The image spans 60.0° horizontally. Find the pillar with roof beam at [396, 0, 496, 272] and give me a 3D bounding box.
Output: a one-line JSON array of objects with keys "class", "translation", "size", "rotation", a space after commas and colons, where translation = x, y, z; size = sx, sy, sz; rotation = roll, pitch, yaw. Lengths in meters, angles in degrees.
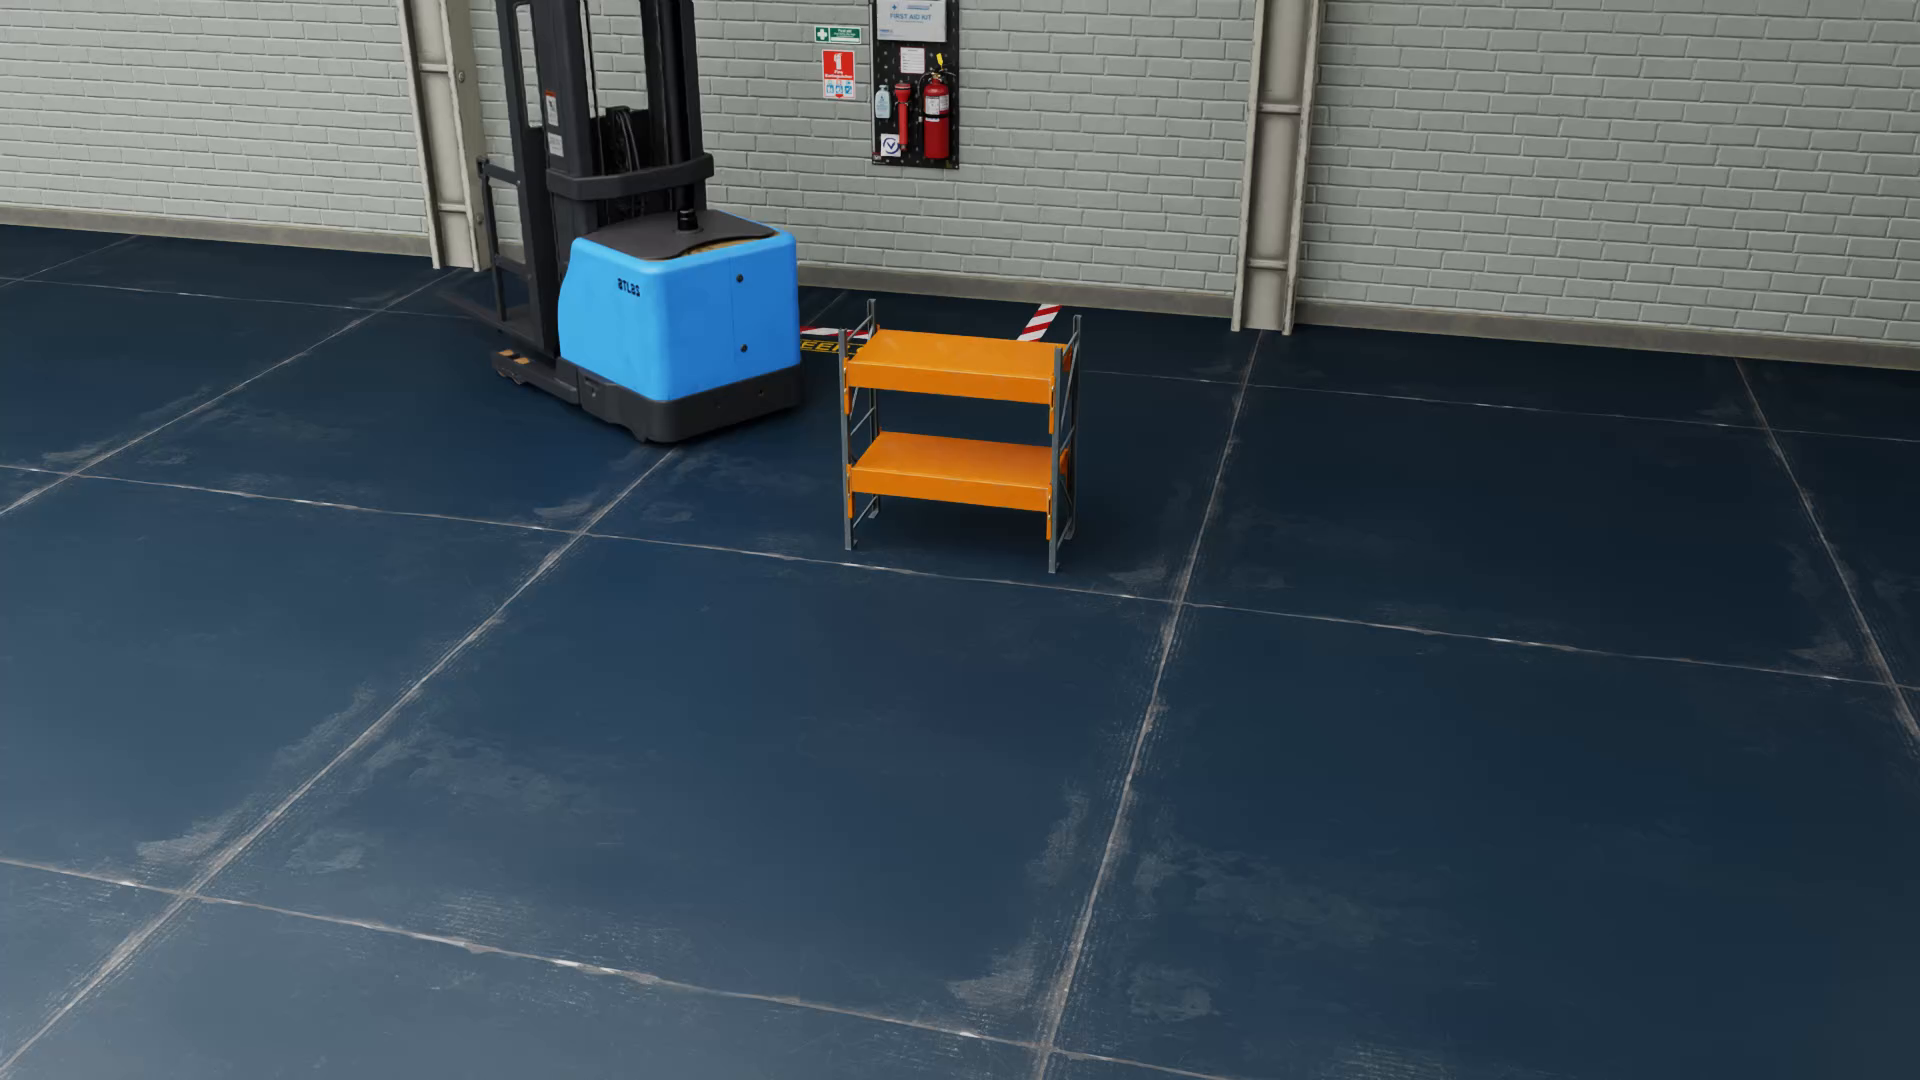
[{"class": "pillar with roof beam", "translation": [-4.825, -4.367, 6.954], "size": [0.400, 9.000, 9.100], "rotation": [6, 26, 13]}]

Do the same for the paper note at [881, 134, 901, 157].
[{"class": "paper note", "translation": [-0.480, -2.739, 11.538], "size": [0.142, 0.148, 0.016], "rotation": [6, 26, 13]}]

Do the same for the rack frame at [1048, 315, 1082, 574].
[{"class": "rack frame", "translation": [0.499, -0.453, 7.892], "size": [0.032, 1.125, 0.500], "rotation": [6, 26, 13]}]

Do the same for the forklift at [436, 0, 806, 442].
[{"class": "forklift", "translation": [-2.278, -2.412, 9.906], "size": [1.130, 2.935, 3.031], "rotation": [-22, 33, -38]}]

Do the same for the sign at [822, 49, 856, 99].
[{"class": "sign", "translation": [-0.836, -3.207, 11.455], "size": [0.234, 0.329, 0.001], "rotation": [6, 26, 13]}]

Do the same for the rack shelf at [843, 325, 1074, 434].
[{"class": "rack shelf", "translation": [0.007, -0.771, 7.881], "size": [1.000, 0.278, 0.538], "rotation": [6, 26, 13]}]

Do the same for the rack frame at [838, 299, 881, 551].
[{"class": "rack frame", "translation": [-0.486, -0.562, 8.121], "size": [0.032, 1.125, 0.500], "rotation": [6, 26, 13]}]

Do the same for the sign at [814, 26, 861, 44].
[{"class": "sign", "translation": [-0.833, -3.442, 11.332], "size": [0.331, 0.109, 0.001], "rotation": [6, 26, 13]}]

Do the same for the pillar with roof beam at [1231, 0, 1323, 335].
[{"class": "pillar with roof beam", "translation": [0.986, -3.725, 5.605], "size": [0.400, 9.000, 9.100], "rotation": [6, 26, 13]}]

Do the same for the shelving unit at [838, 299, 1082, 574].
[{"class": "shelving unit", "translation": [0.007, -0.507, 8.007], "size": [1.048, 1.125, 0.538], "rotation": [6, 26, 13]}]

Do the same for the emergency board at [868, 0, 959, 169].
[{"class": "emergency board", "translation": [-0.326, -3.089, 11.248], "size": [0.643, 1.169, 0.194], "rotation": [6, 26, 13]}]

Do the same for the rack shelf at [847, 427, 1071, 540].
[{"class": "rack shelf", "translation": [0.007, -0.286, 8.112], "size": [1.000, 0.278, 0.538], "rotation": [6, 26, 13]}]
